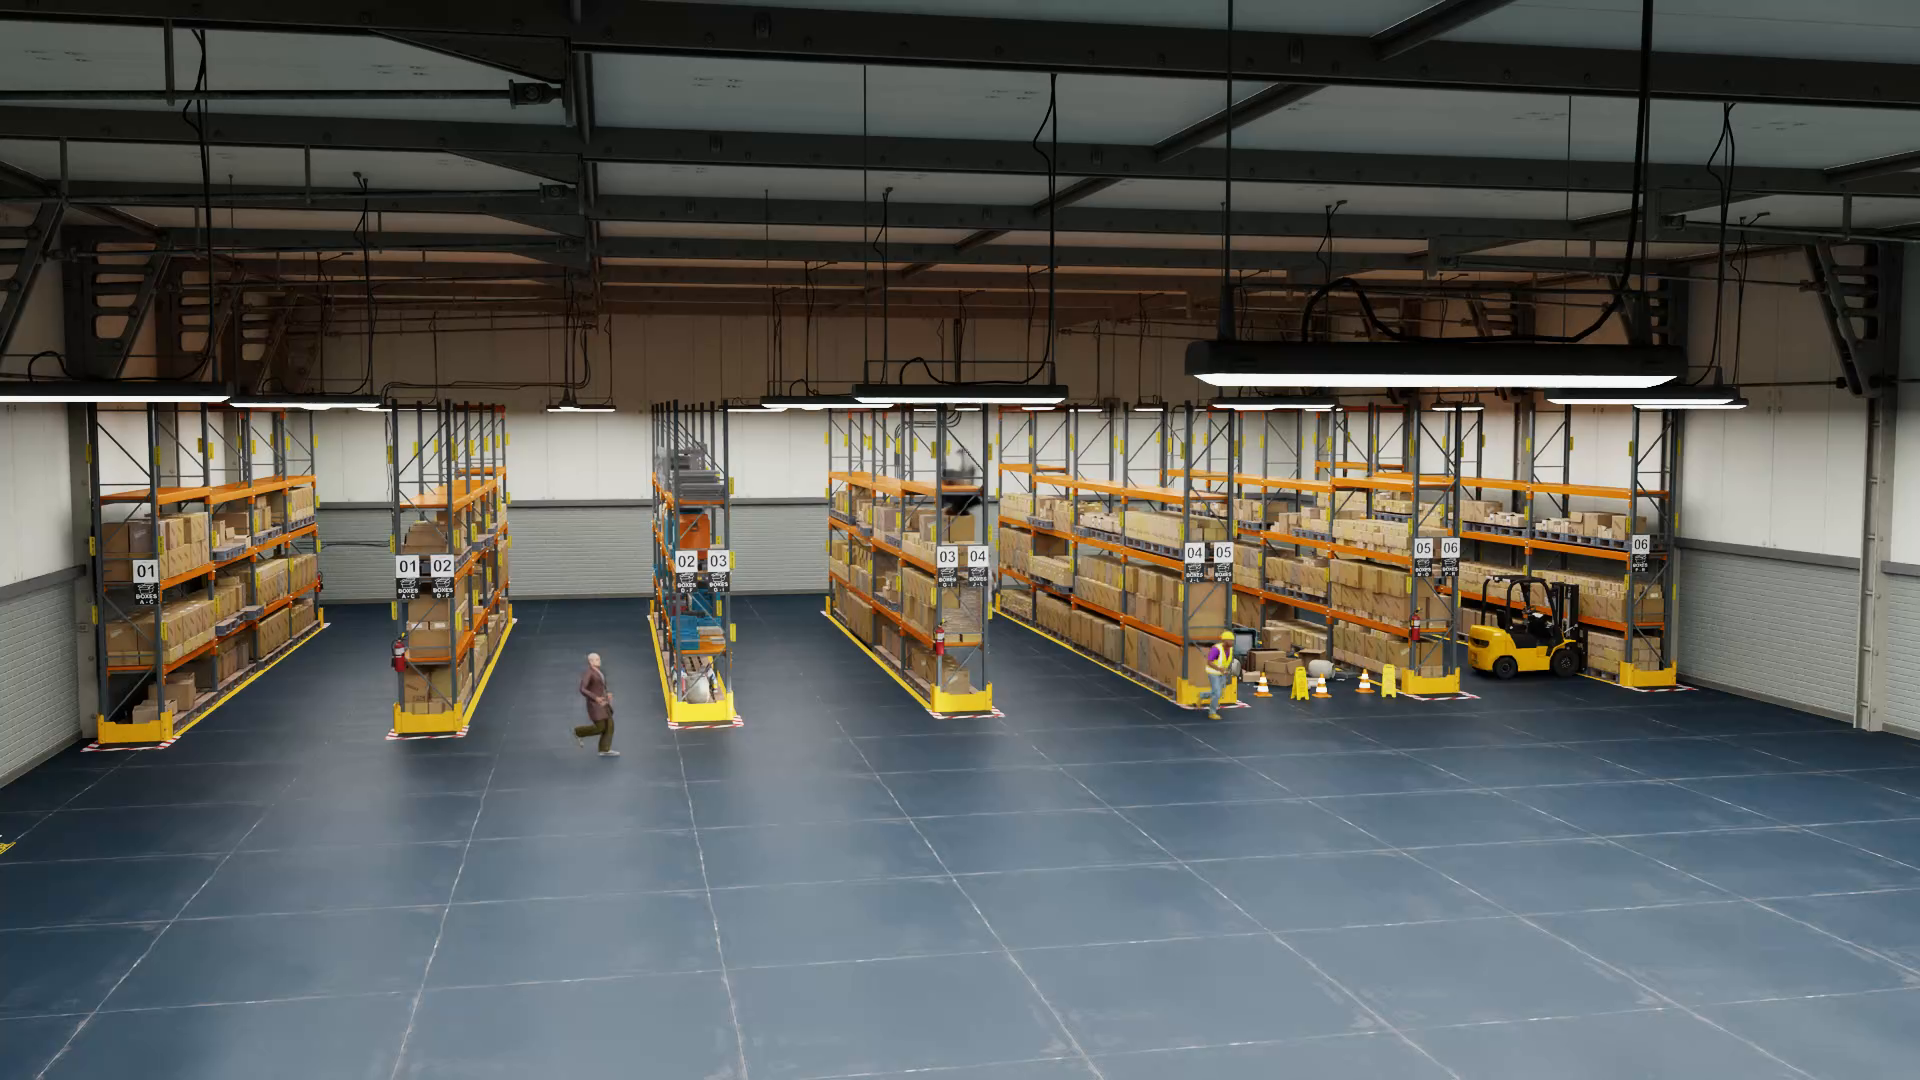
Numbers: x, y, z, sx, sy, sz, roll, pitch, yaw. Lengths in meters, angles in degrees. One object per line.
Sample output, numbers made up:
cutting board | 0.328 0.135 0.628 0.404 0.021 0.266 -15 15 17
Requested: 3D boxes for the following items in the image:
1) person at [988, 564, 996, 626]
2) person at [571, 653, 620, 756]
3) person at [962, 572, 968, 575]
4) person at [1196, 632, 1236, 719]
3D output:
person | 0.674 1.440 45.128 0.714 1.791 0.843 -1 4 -12
person | -6.107 2.763 27.909 0.825 1.737 0.726 1 4 14
person | -0.055 1.241 48.881 0.777 1.600 0.445 3 5 33
person | 4.847 2.540 31.443 0.697 1.672 0.869 -4 6 -42
